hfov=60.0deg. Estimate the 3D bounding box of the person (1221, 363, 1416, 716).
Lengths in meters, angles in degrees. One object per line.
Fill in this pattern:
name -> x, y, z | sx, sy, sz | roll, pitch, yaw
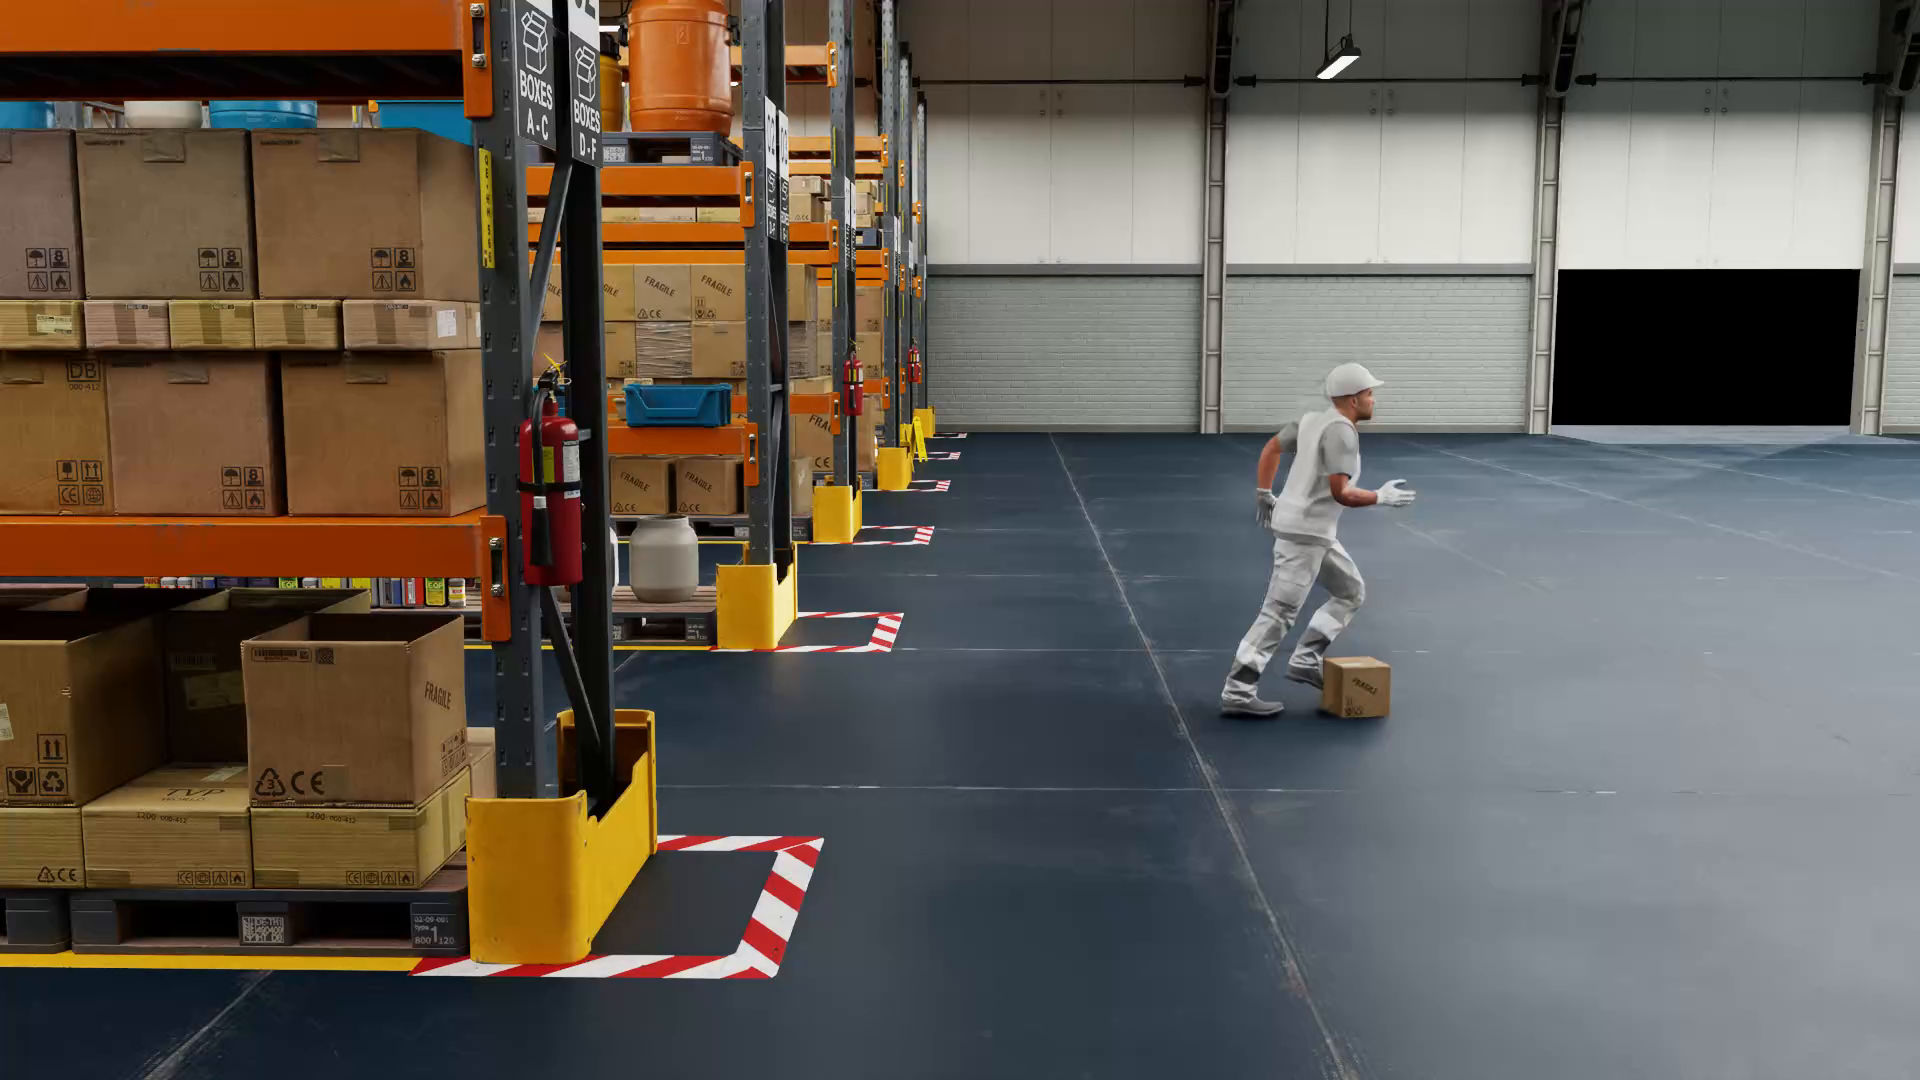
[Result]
person -> 1.732, -0.010, 8.092 | 0.897, 1.697, 0.662 | 1, 7, 6
